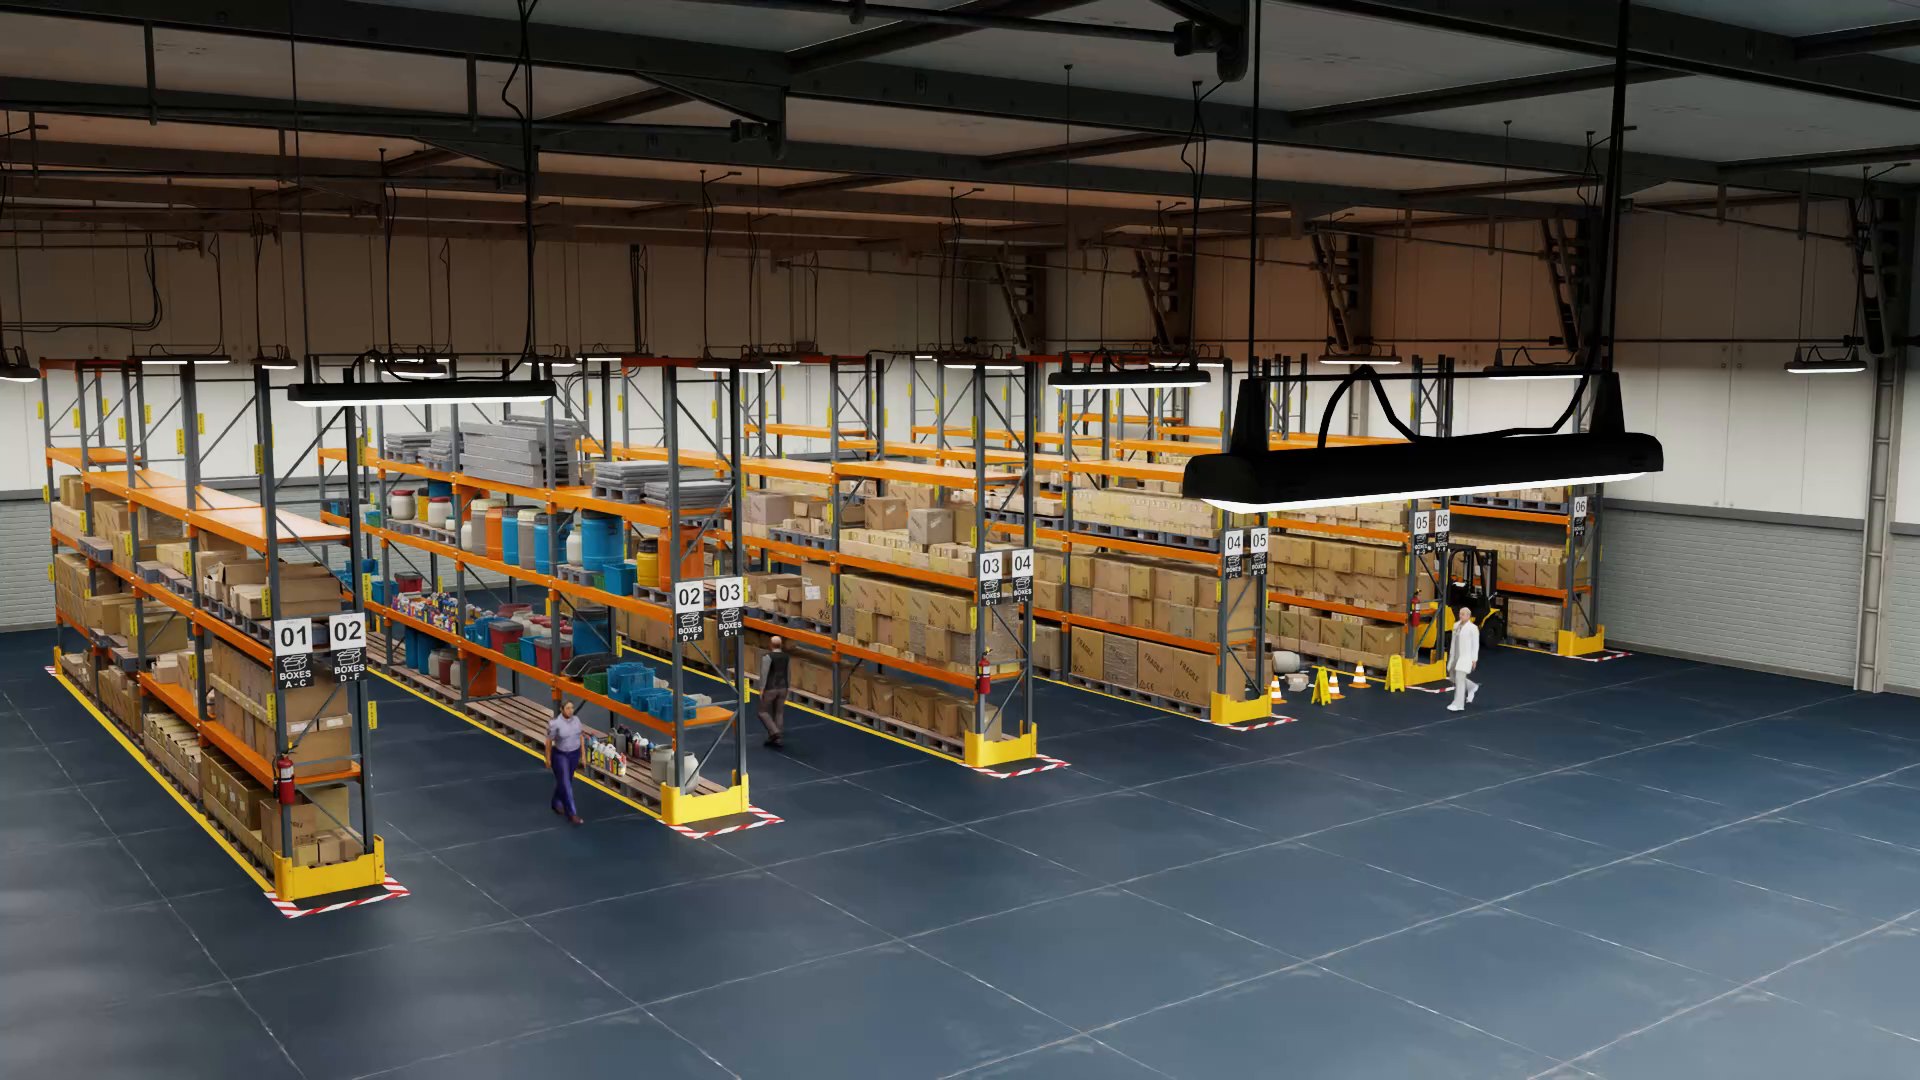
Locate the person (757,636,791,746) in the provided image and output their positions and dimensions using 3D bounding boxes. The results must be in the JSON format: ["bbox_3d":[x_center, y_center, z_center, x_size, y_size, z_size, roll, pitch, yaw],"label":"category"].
[{"bbox_3d":[-2.870,2.360,25.935,0.565,1.719,0.460,-5,9,-36],"label":"person"}]

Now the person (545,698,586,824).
[{"bbox_3d":[-5.170,2.894,21.949,0.964,1.583,0.537,5,9,36],"label":"person"}]

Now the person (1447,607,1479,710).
[{"bbox_3d":[8.674,2.021,28.556,0.881,1.755,0.579,-4,8,-30],"label":"person"}]
